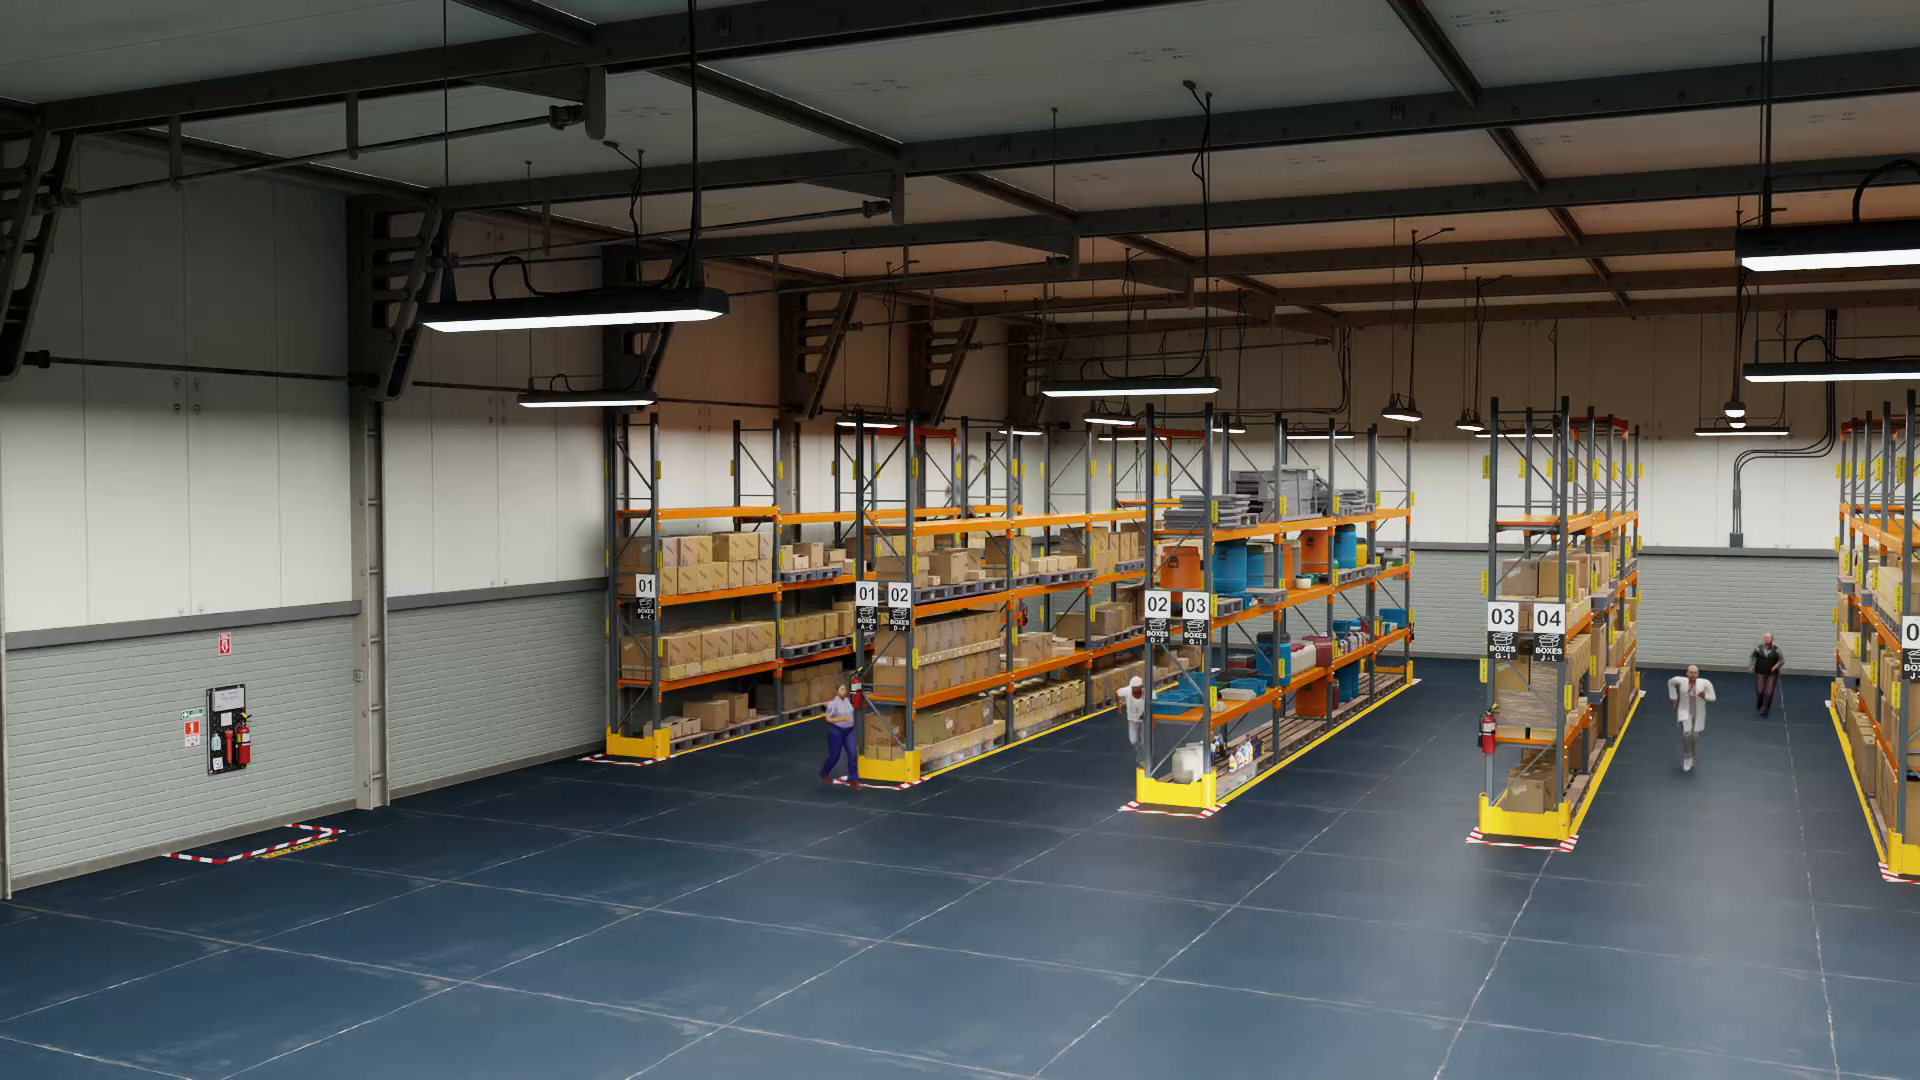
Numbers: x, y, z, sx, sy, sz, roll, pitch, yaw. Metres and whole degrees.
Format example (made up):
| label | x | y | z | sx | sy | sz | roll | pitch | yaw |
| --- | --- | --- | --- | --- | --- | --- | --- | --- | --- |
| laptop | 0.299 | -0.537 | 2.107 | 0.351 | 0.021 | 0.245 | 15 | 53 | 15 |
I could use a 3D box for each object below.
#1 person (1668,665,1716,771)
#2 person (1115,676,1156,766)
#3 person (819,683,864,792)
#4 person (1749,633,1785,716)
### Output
| label | x | y | z | sx | sy | sz | roll | pitch | yaw |
| --- | --- | --- | --- | --- | --- | --- | --- | --- | --- |
| person | 12.252 | 2.962 | 27.872 | 0.693 | 1.771 | 1.013 | 1 | 2 | 15 |
| person | 2.944 | 3.041 | 27.856 | 0.735 | 1.577 | 0.830 | 1 | 2 | 16 |
| person | -1.867 | 3.068 | 26.033 | 0.599 | 1.672 | 0.880 | -2 | 3 | -42 |
| person | 16.446 | 2.744 | 33.915 | 0.670 | 1.679 | 0.584 | 1 | 3 | 29 |
